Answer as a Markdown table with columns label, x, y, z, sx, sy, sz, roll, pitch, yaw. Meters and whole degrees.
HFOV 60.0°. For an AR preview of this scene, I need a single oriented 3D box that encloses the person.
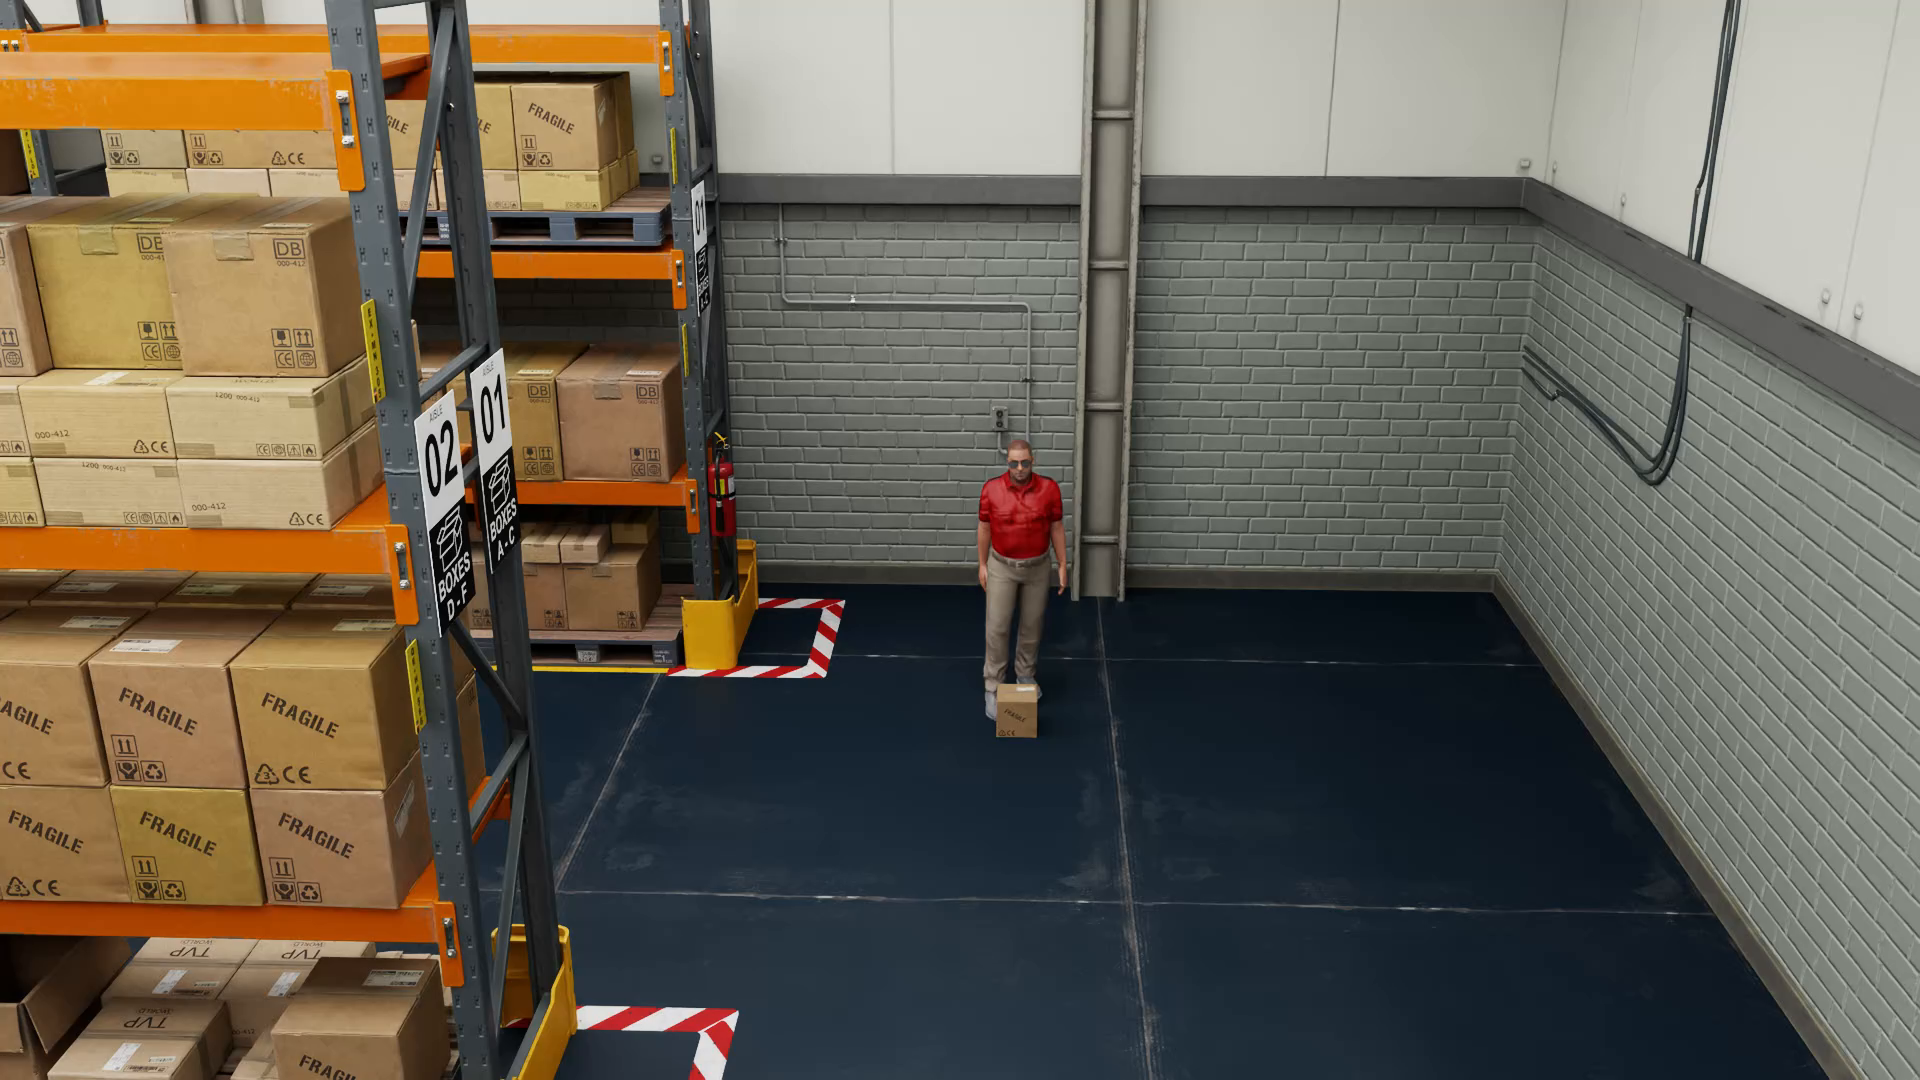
| label | x | y | z | sx | sy | sz | roll | pitch | yaw |
| --- | --- | --- | --- | --- | --- | --- | --- | --- | --- |
| person | 0.414 | 0.235 | 10.483 | 0.559 | 1.739 | 0.572 | -2 | 21 | -6 |
